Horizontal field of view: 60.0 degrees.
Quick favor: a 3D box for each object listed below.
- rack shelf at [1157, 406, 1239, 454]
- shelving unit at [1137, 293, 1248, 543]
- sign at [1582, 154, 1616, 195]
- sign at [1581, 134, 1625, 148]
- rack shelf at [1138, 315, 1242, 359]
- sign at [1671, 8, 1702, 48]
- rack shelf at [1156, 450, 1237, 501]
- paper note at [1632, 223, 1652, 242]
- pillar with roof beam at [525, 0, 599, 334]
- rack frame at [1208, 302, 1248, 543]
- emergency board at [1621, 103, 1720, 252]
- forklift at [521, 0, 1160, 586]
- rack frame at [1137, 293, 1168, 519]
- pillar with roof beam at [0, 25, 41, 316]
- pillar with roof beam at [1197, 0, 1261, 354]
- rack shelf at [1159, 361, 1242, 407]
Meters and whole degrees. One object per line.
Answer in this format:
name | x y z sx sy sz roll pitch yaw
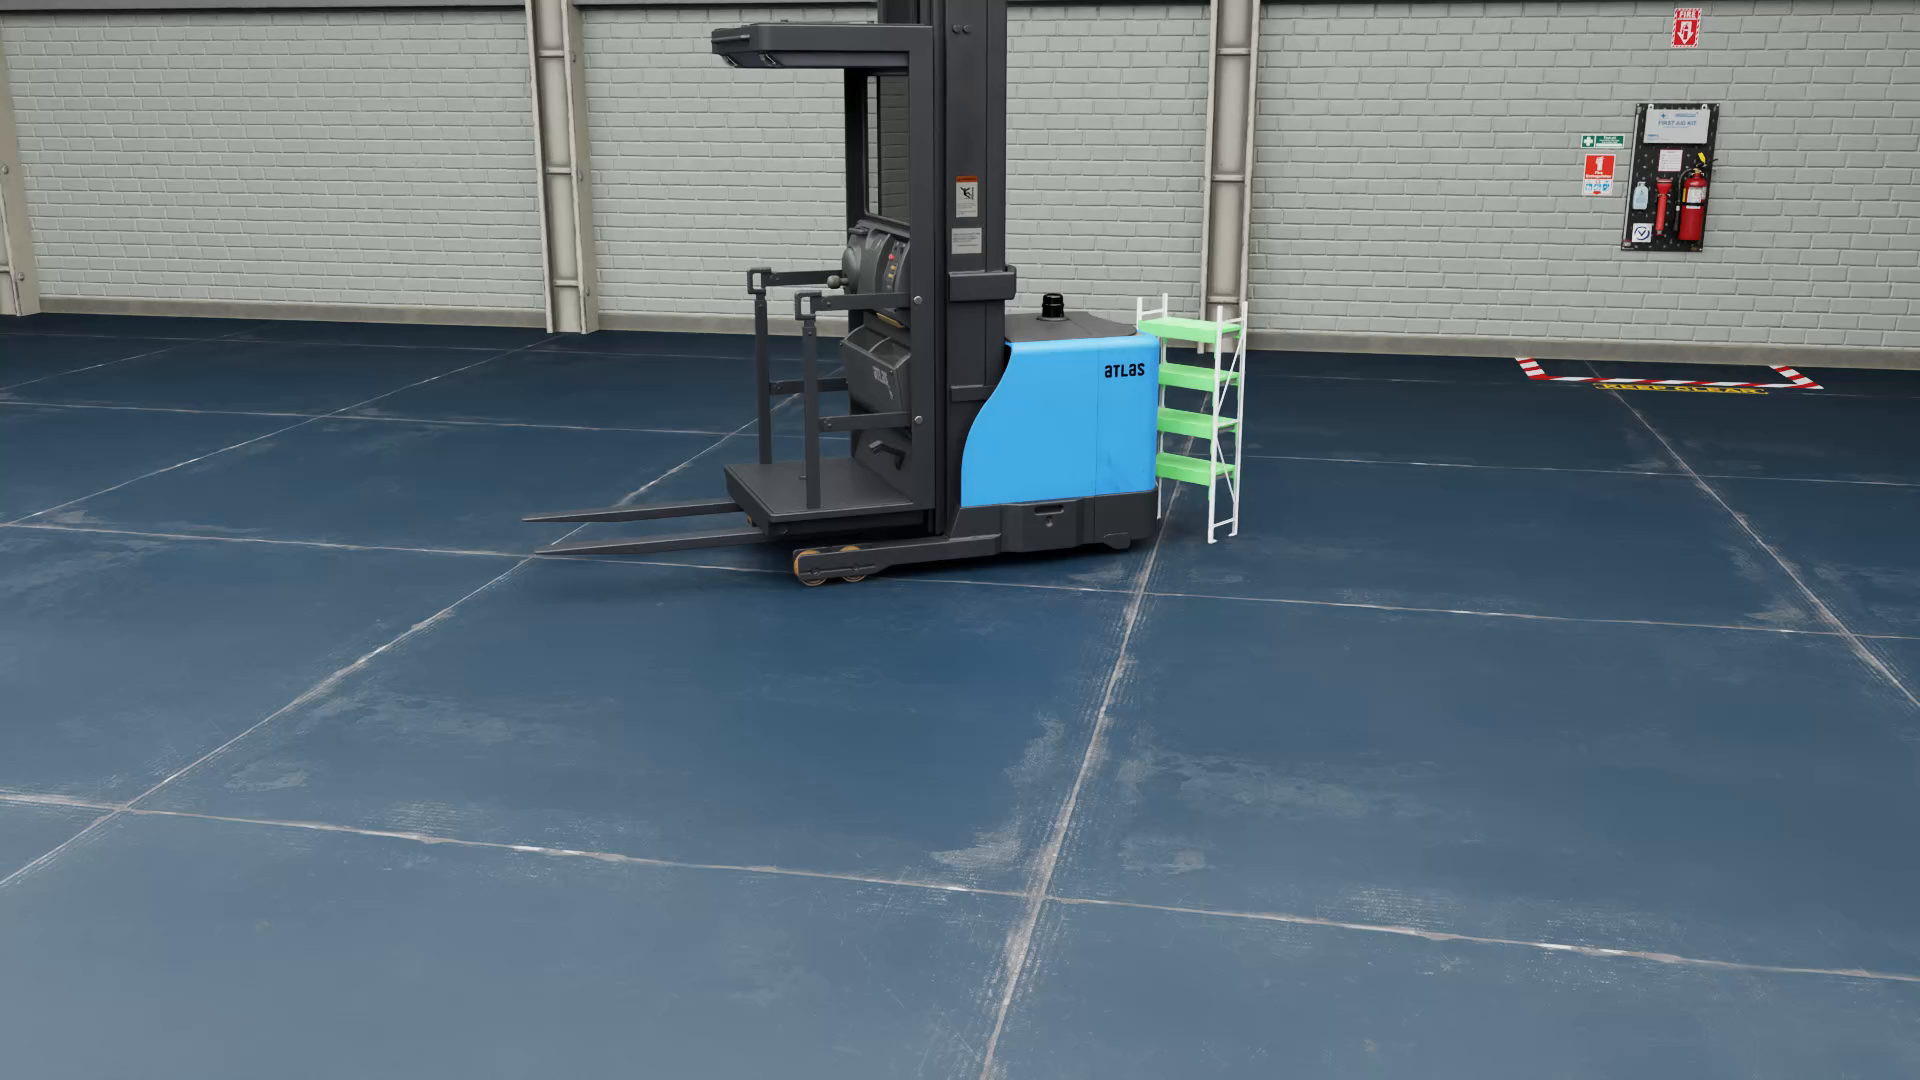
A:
rack shelf | 1.166 -0.568 8.536 0.480 0.148 0.258 14 21 41
shelving unit | 1.166 -0.630 8.519 0.503 1.200 0.258 14 21 41
sign | 5.208 -2.979 13.560 0.234 0.329 0.001 3 16 11
sign | 5.211 -3.232 13.480 0.331 0.109 0.001 3 16 11
rack shelf | 1.166 -1.031 8.408 0.480 0.148 0.258 14 21 41
sign | 5.741 -4.049 13.148 0.199 0.298 0.001 3 16 11
rack shelf | 1.166 -0.337 8.600 0.480 0.148 0.258 14 21 41
paper note | 5.570 -2.508 13.578 0.142 0.148 0.016 3 16 11
pillar with roof beam | -4.474 -5.167 10.289 0.400 9.000 9.100 3 16 11
rack frame | 1.345 -0.586 8.359 0.015 1.200 0.240 14 21 41
emergency board | 5.729 -2.905 13.361 0.643 1.169 0.194 3 16 11
forklift | -0.588 -1.358 7.903 3.031 2.935 1.130 -5 16 -19
rack frame | 0.987 -0.674 8.679 0.015 1.200 0.240 14 21 41
pillar with roof beam | -10.353 -5.486 11.441 0.400 9.000 9.100 3 16 11
pillar with roof beam | 1.406 -4.848 9.137 0.400 9.000 9.100 3 16 11
rack shelf | 1.166 -0.800 8.472 0.480 0.148 0.258 14 21 41
